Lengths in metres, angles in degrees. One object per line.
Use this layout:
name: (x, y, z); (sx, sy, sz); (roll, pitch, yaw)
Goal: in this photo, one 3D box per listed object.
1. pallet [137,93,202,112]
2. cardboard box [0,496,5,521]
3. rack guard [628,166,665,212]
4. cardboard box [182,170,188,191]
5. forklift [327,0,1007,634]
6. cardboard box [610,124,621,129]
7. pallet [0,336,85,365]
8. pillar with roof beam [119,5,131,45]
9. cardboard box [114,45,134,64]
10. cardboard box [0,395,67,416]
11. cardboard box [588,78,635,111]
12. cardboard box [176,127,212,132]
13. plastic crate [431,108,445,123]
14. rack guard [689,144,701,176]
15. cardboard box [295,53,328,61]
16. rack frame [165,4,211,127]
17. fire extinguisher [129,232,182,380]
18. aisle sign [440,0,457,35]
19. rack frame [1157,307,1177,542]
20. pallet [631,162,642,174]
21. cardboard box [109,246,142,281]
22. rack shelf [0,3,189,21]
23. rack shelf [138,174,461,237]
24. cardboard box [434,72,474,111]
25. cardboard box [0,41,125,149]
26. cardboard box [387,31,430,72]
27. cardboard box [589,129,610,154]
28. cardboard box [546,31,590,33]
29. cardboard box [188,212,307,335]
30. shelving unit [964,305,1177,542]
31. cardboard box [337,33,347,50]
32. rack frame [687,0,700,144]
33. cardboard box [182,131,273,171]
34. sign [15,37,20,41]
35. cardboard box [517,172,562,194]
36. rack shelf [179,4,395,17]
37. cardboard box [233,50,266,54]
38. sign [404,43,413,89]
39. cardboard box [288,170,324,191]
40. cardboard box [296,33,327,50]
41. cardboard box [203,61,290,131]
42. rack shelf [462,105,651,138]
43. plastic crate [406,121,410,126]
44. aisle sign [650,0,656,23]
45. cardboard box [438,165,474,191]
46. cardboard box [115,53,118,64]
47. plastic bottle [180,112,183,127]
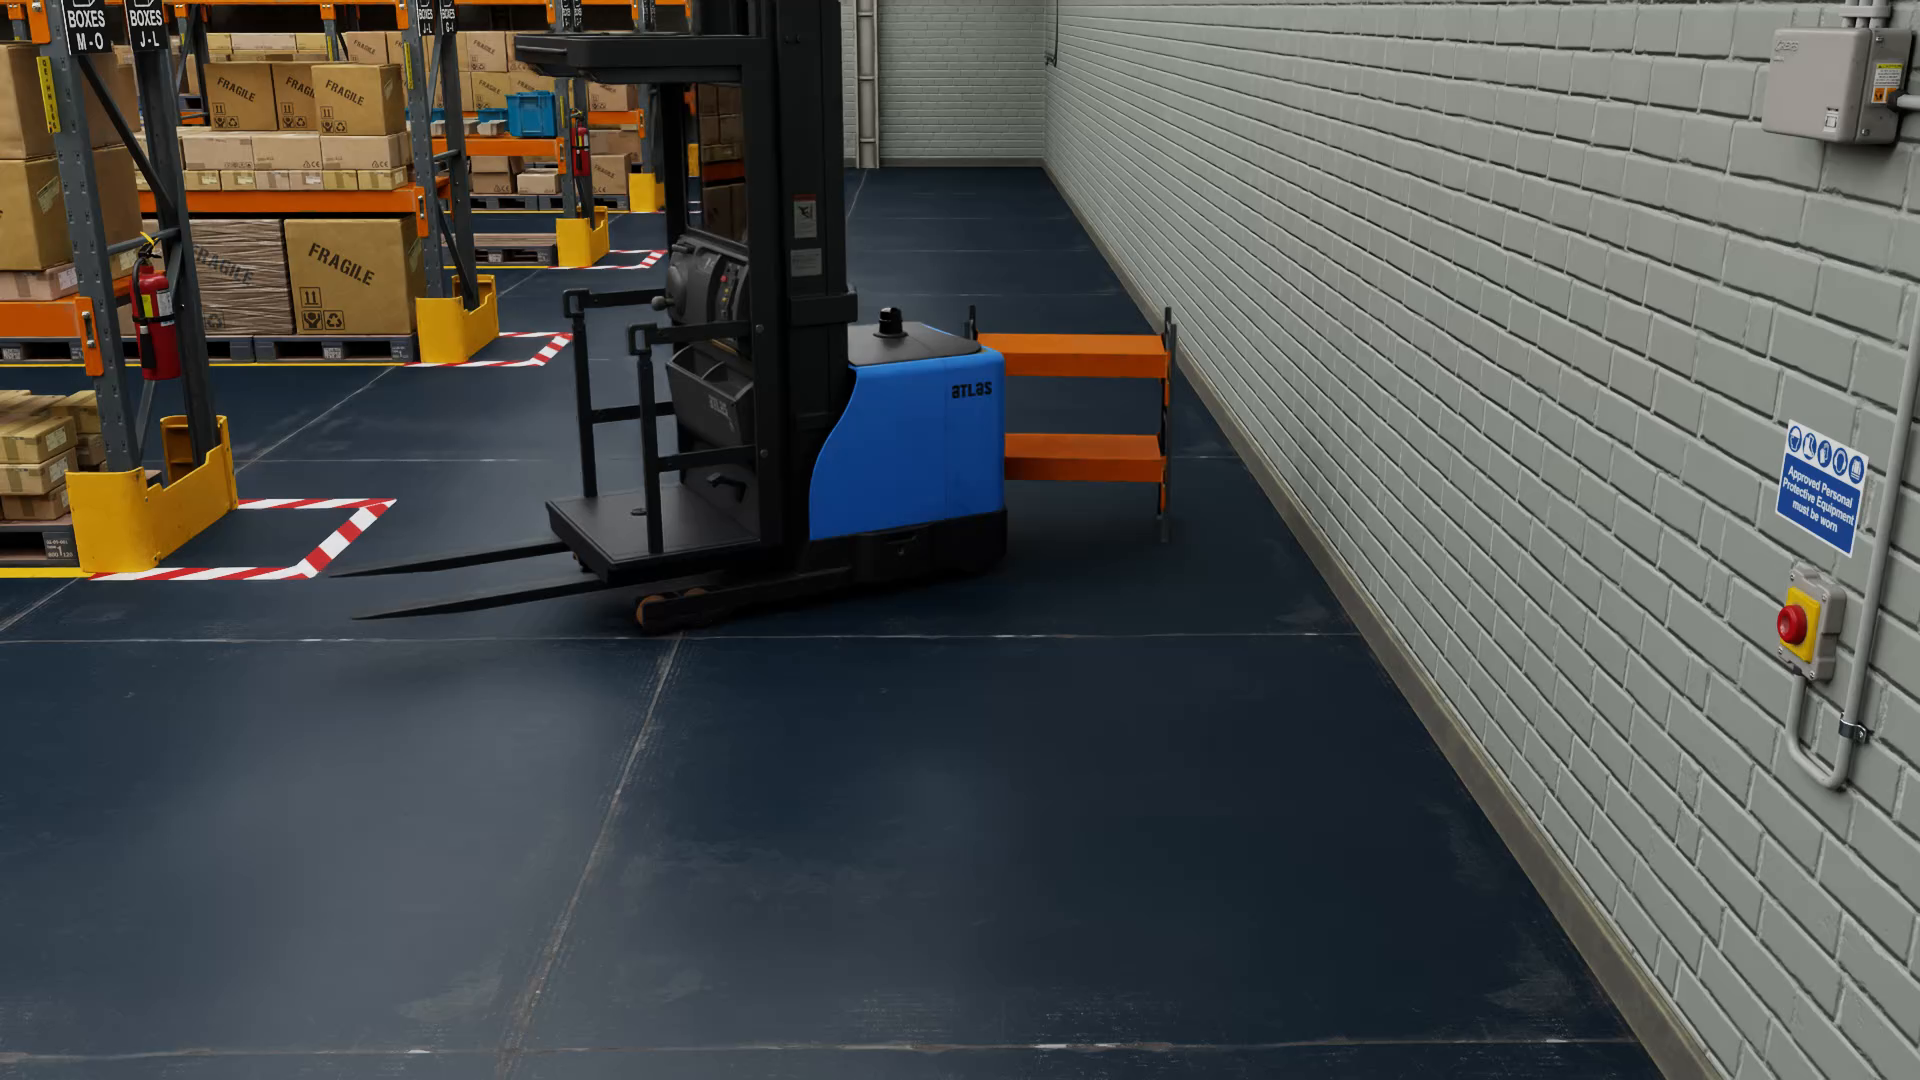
pallet: (-10.226, -5.870, 22.249); (1.213, 0.211, 1.003); (0, 18, -1)
cardboard box: (-4.820, -0.192, 8.216); (0.250, 0.149, 0.380); (0, 18, 1)
rack guard: (-4.247, -4.798, 22.687); (0.348, 0.500, 1.175); (0, 18, -1)
cardboard box: (-5.898, -2.734, 12.572); (0.250, 0.149, 0.380); (0, 18, 0)
forklift: (-1.317, -1.169, 7.394); (3.031, 2.935, 1.130); (-9, 20, -27)
cardboard box: (-5.586, -6.845, 27.316); (0.250, 0.149, 0.380); (0, 18, 0)
pallet: (-7.257, -1.596, 13.178); (1.213, 0.211, 1.003); (0, 18, -1)
pillar with roof beam: (-13.498, -9.263, 22.692); (0.400, 9.000, 9.100); (0, 18, -1)
cardboard box: (-13.280, -7.704, 26.769); (0.500, 0.500, 0.700); (-2, 18, -6)
cardboard box: (-4.844, -0.637, 8.628); (0.250, 0.149, 0.380); (0, 18, 0)
cardboard box: (-4.615, -5.951, 22.026); (0.500, 0.500, 0.500); (0, 18, 1)
cardboard box: (-6.047, -3.104, 13.071); (0.500, 0.250, 0.500); (-1, 18, -2)
plastic crate: (-5.665, -4.518, 17.897); (0.300, 0.233, 0.416); (0, 18, -1)
rack guard: (-4.229, -6.312, 27.405); (0.348, 0.500, 1.175); (0, 18, -1)
cardboard box: (-8.648, -6.283, 22.373); (0.500, 0.500, 0.700); (-6, 19, -19)
rack frame: (-8.096, -4.457, 17.530); (0.127, 3.000, 1.000); (0, 18, -1)
fire extinguisher: (-3.782, -1.094, 7.784); (0.183, 0.674, 0.296); (0, 18, -1)
aisle sign: (-3.951, -4.293, 12.765); (0.004, 0.787, 0.394); (0, 18, -1)
rack frame: (1.065, -0.600, 8.576); (0.032, 1.125, 0.500); (1, 18, 3)
pallet: (-5.051, -6.146, 27.362); (1.213, 0.211, 1.003); (0, 18, -1)
cardboard box: (-4.370, -1.427, 8.497); (0.250, 0.149, 0.380); (0, 18, -1)
rack shelf: (-10.096, -5.533, 17.152); (4.000, 0.370, 1.077); (0, 18, -1)
rack shelf: (-6.018, -2.611, 12.955); (4.000, 0.370, 1.077); (0, 18, -1)
cardboard box: (-6.645, -5.942, 21.996); (0.500, 0.500, 0.500); (0, 18, -1)
cardboard box: (-4.494, -2.192, 8.184); (0.500, 0.500, 0.500); (0, 18, -1)
cardboard box: (-7.179, -6.412, 21.826); (0.500, 0.500, 0.500); (-1, 18, -3)
cardboard box: (-5.955, -6.473, 27.219); (0.500, 0.500, 0.700); (-1, 18, -3)
cardboard box: (-5.117, -6.424, 21.862); (0.500, 0.500, 0.500); (0, 18, 1)
cardboard box: (-5.567, -2.120, 13.036); (0.875, 0.875, 0.875); (0, 18, -1)
shelving unit: (0.557, -0.610, 8.607); (1.048, 1.125, 0.538); (1, 18, 3)
cardboard box: (-9.737, -7.956, 26.528); (0.500, 0.250, 0.500); (0, 18, 0)
rack frame: (-4.253, -7.502, 27.023); (0.127, 3.000, 1.000); (0, 18, -1)
cardboard box: (-5.515, -2.945, 12.577); (0.500, 0.250, 0.500); (-1, 18, -3)
sign: (-12.158, -6.332, 21.481); (0.005, 0.325, 0.100); (0, 18, -1)
cardboard box: (-5.661, -4.816, 22.431); (0.500, 0.250, 0.500); (0, 18, -1)
rack shelf: (-10.252, -8.559, 26.584); (4.000, 0.370, 1.077); (0, 18, -1)
cardboard box: (-11.239, -7.586, 26.602); (0.500, 0.500, 0.500); (0, 18, 1)
sign: (-4.024, -3.462, 12.145); (0.005, 0.325, 0.100); (0, 18, -1)
cardboard box: (-4.882, -2.739, 12.586); (0.250, 0.149, 0.380); (0, 18, -1)
cardboard box: (-10.247, -7.953, 26.519); (0.500, 0.250, 0.500); (-1, 18, -2)
cardboard box: (-5.521, -3.464, 12.967); (0.500, 0.500, 0.500); (-1, 18, -2)
rack shelf: (-6.171, -5.637, 22.387); (4.000, 0.370, 1.077); (0, 18, -1)
plastic crate: (-5.773, -4.307, 17.397); (0.250, 0.136, 0.298); (0, 18, -1)
aisle sign: (-4.108, -7.317, 22.190); (0.004, 0.787, 0.394); (0, 18, -1)
cardboard box: (-6.856, -4.992, 22.880); (0.500, 0.311, 0.500); (0, 18, -1)
cardboard box: (-11.542, -6.235, 22.224); (0.500, 0.500, 0.700); (-6, 19, -19)
plastic bottle: (-8.470, -4.530, 17.949); (0.133, 0.283, 0.061); (0, 18, -1)
